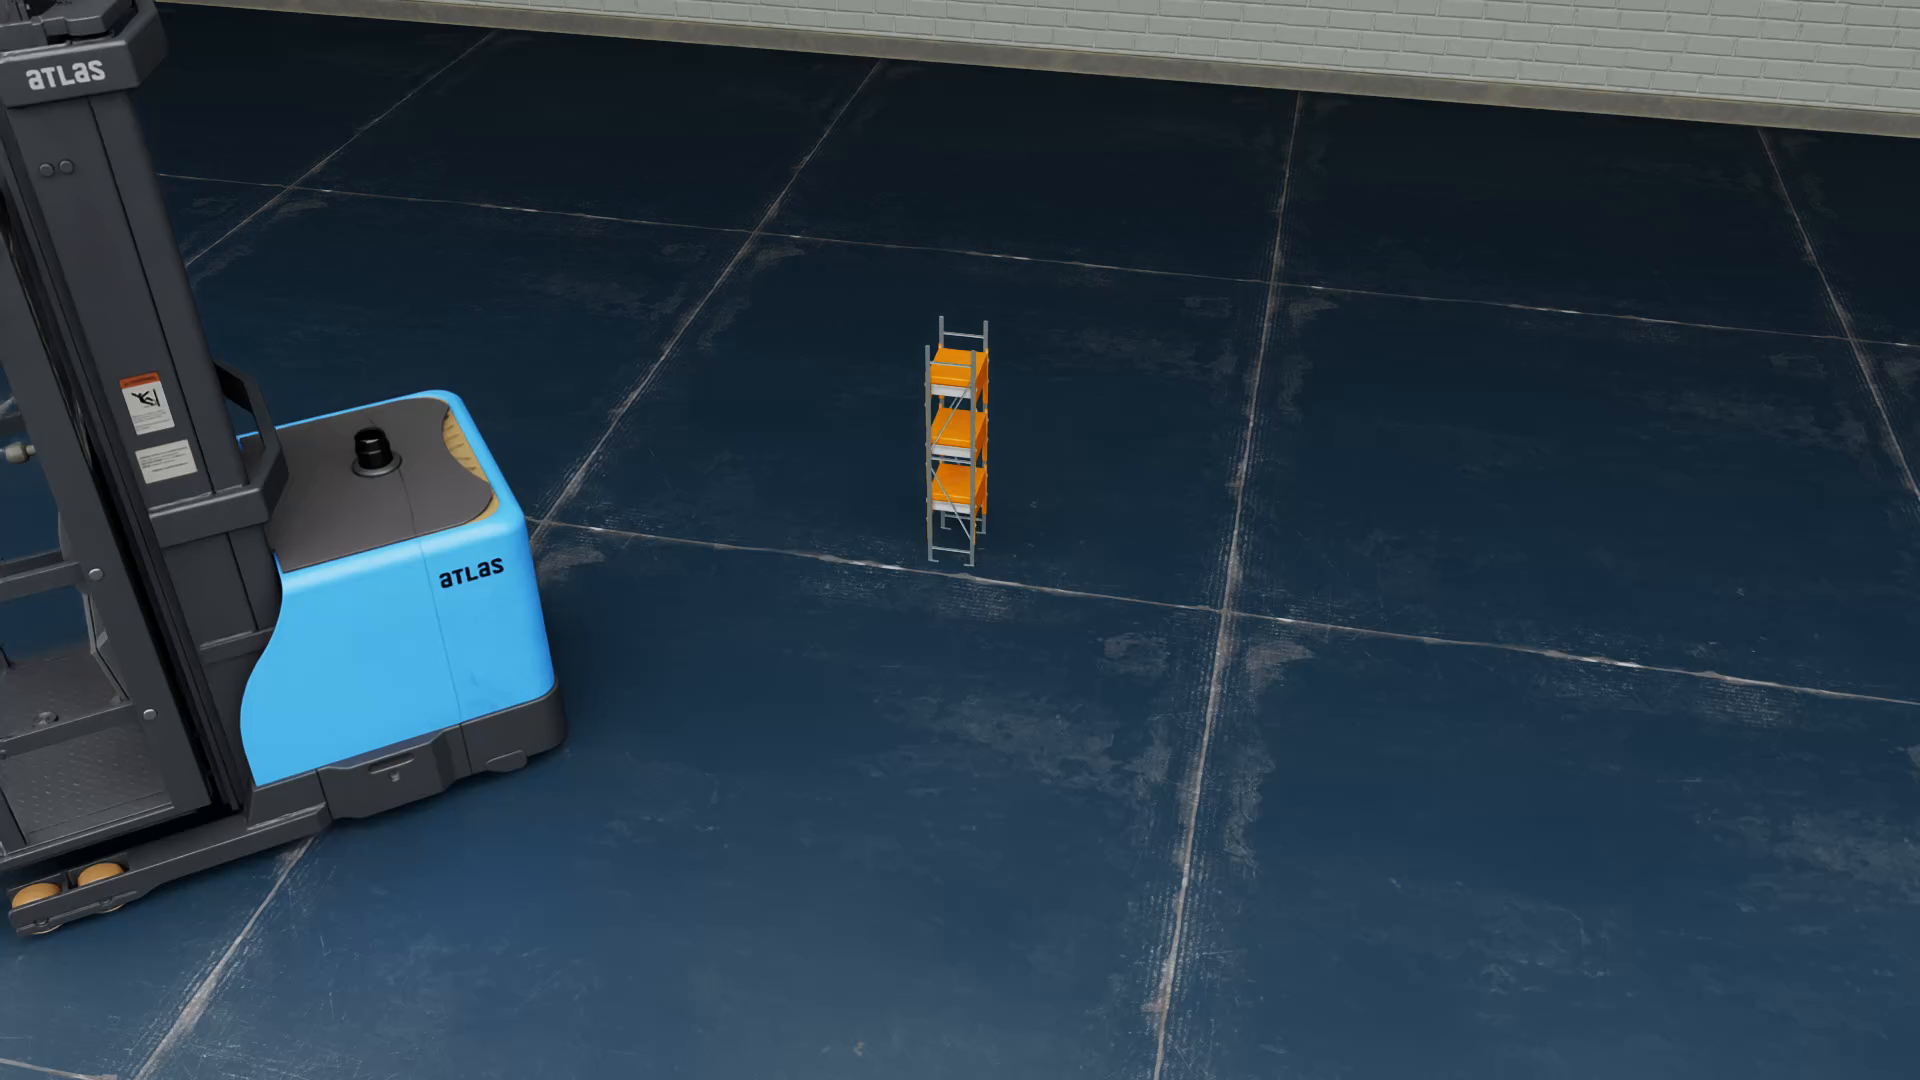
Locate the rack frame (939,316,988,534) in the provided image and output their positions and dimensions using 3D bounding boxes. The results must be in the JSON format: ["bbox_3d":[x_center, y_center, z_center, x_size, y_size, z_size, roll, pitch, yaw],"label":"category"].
[{"bbox_3d":[0.015,-0.464,6.996,0.200,1.050,0.008,7,37,10],"label":"rack frame"}]

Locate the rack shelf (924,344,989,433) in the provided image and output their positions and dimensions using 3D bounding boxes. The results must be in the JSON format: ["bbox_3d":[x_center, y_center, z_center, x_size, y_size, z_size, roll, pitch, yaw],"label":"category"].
[{"bbox_3d":[-0.011,-0.616,6.739,0.215,0.259,0.240,7,37,10],"label":"rack shelf"}]

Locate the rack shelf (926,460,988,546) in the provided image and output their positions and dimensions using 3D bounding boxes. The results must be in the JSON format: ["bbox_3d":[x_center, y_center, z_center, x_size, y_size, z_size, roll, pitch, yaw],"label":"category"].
[{"bbox_3d":[-0.011,-0.161,7.069,0.215,0.259,0.240,7,37,10],"label":"rack shelf"}]

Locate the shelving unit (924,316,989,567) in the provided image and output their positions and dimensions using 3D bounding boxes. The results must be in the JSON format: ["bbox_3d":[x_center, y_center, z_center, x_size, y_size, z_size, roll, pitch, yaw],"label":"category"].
[{"bbox_3d":[-0.011,-0.394,6.900,0.215,1.050,0.252,7,37,10],"label":"shelving unit"}]

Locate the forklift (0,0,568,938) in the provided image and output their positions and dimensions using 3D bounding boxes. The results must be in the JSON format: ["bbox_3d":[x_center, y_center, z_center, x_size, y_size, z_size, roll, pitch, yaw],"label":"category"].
[{"bbox_3d":[-2.998,-0.249,5.096,3.031,2.935,1.130,-17,39,-22],"label":"forklift"}]

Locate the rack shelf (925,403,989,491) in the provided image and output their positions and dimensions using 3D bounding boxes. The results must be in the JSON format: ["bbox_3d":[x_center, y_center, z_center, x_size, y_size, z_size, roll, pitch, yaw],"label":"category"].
[{"bbox_3d":[-0.011,-0.386,6.906,0.215,0.259,0.240,7,37,10],"label":"rack shelf"}]

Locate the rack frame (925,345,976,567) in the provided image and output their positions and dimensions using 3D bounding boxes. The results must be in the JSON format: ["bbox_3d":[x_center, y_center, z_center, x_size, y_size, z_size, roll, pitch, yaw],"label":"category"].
[{"bbox_3d":[-0.038,-0.324,6.803,0.200,1.050,0.008,7,37,10],"label":"rack frame"}]
